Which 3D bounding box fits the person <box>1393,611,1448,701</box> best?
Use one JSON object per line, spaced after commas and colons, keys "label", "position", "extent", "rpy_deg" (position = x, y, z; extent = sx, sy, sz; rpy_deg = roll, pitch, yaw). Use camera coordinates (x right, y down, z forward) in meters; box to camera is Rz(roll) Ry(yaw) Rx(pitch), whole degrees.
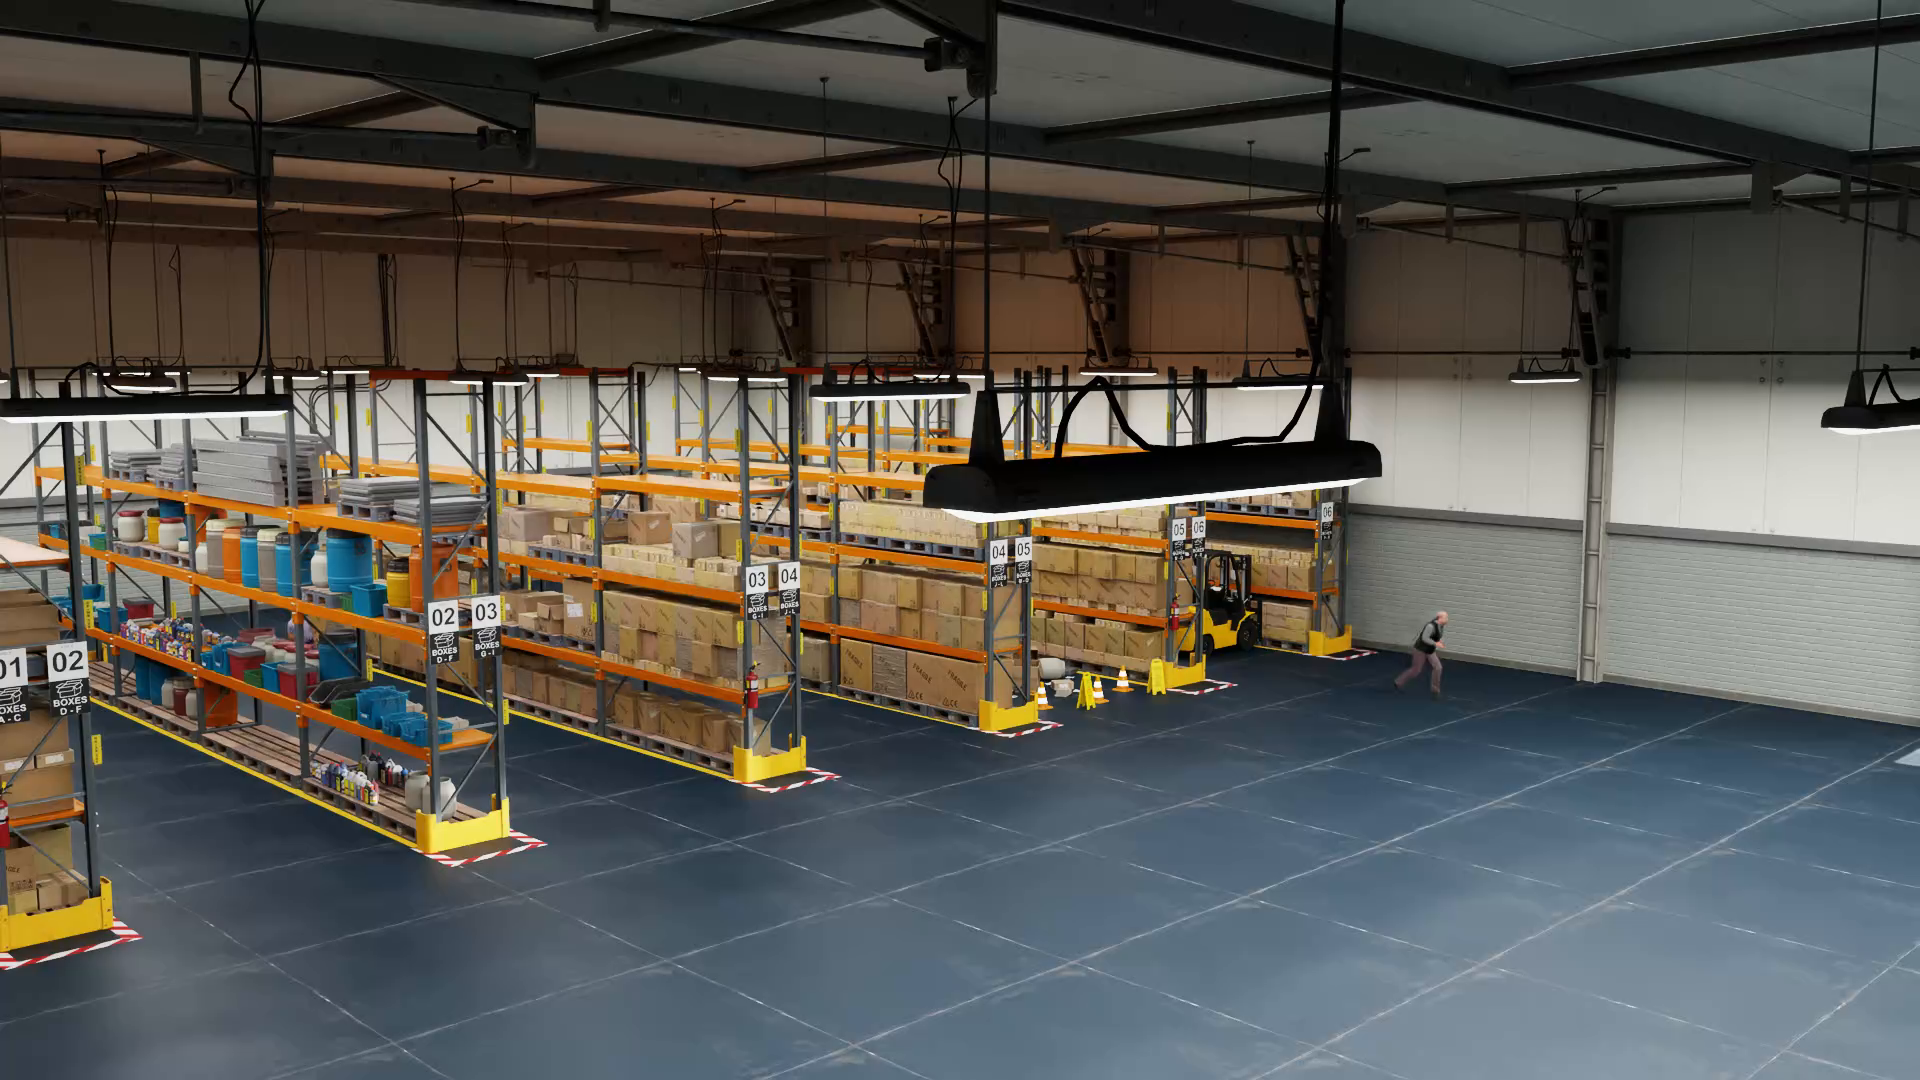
{"label": "person", "position": [8.462, 2.100, 30.525], "extent": [0.991, 1.684, 0.700], "rpy_deg": [4, 8, 34]}

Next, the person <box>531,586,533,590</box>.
{"label": "person", "position": [-8.869, 1.733, 33.773], "extent": [0.784, 1.671, 0.633], "rpy_deg": [6, 9, 42]}

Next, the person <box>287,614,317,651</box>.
{"label": "person", "position": [-12.293, 2.013, 31.184], "extent": [0.591, 1.609, 0.577], "rpy_deg": [-6, 9, -43]}

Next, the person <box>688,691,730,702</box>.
{"label": "person", "position": [-4.621, 2.021, 30.294], "extent": [0.915, 1.816, 0.641], "rpy_deg": [4, 7, 29]}
